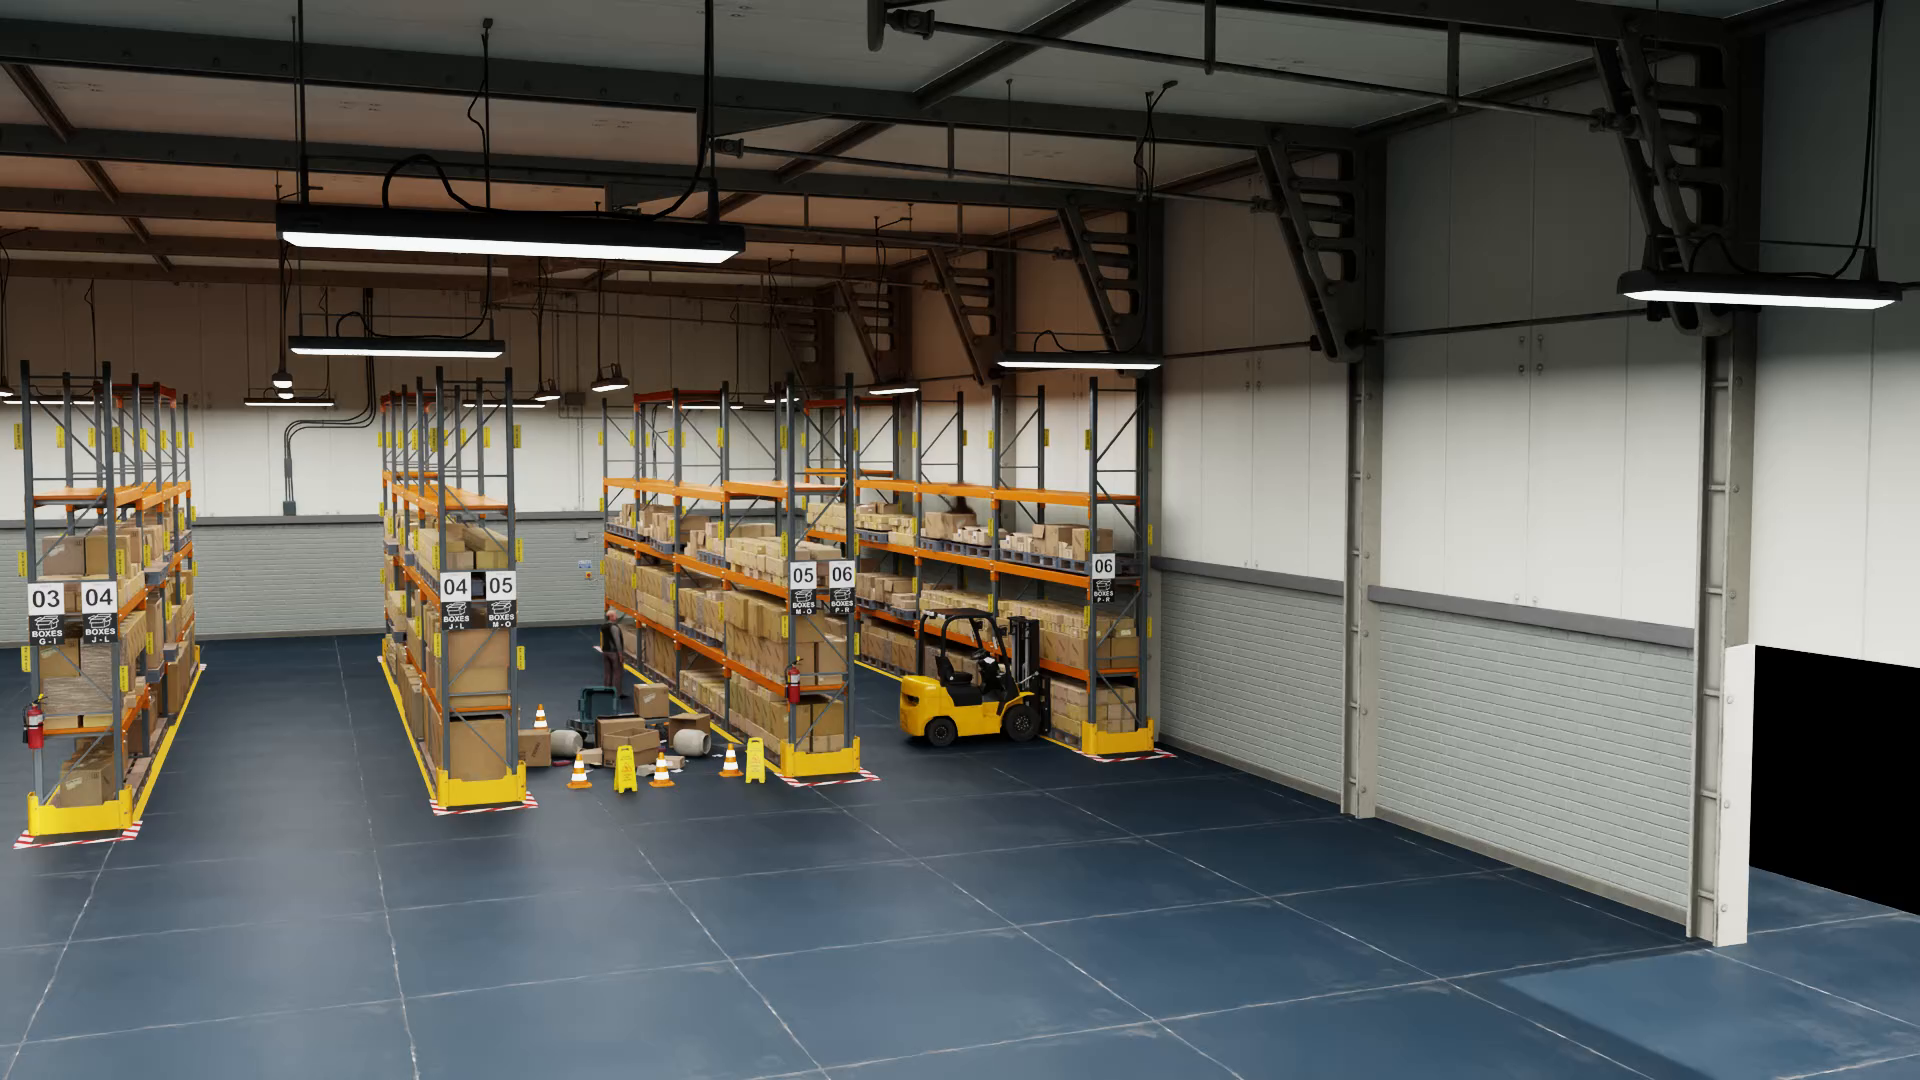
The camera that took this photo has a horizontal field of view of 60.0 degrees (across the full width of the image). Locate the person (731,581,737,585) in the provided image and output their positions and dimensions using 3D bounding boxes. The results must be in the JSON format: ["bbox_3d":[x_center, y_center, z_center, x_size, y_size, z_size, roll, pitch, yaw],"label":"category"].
[{"bbox_3d":[-5.438,1.748,40.101,0.502,1.687,0.340,2,4,33],"label":"person"}]

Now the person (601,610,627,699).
[{"bbox_3d":[-6.667,2.205,32.038,0.588,1.723,0.404,3,4,38],"label":"person"}]
